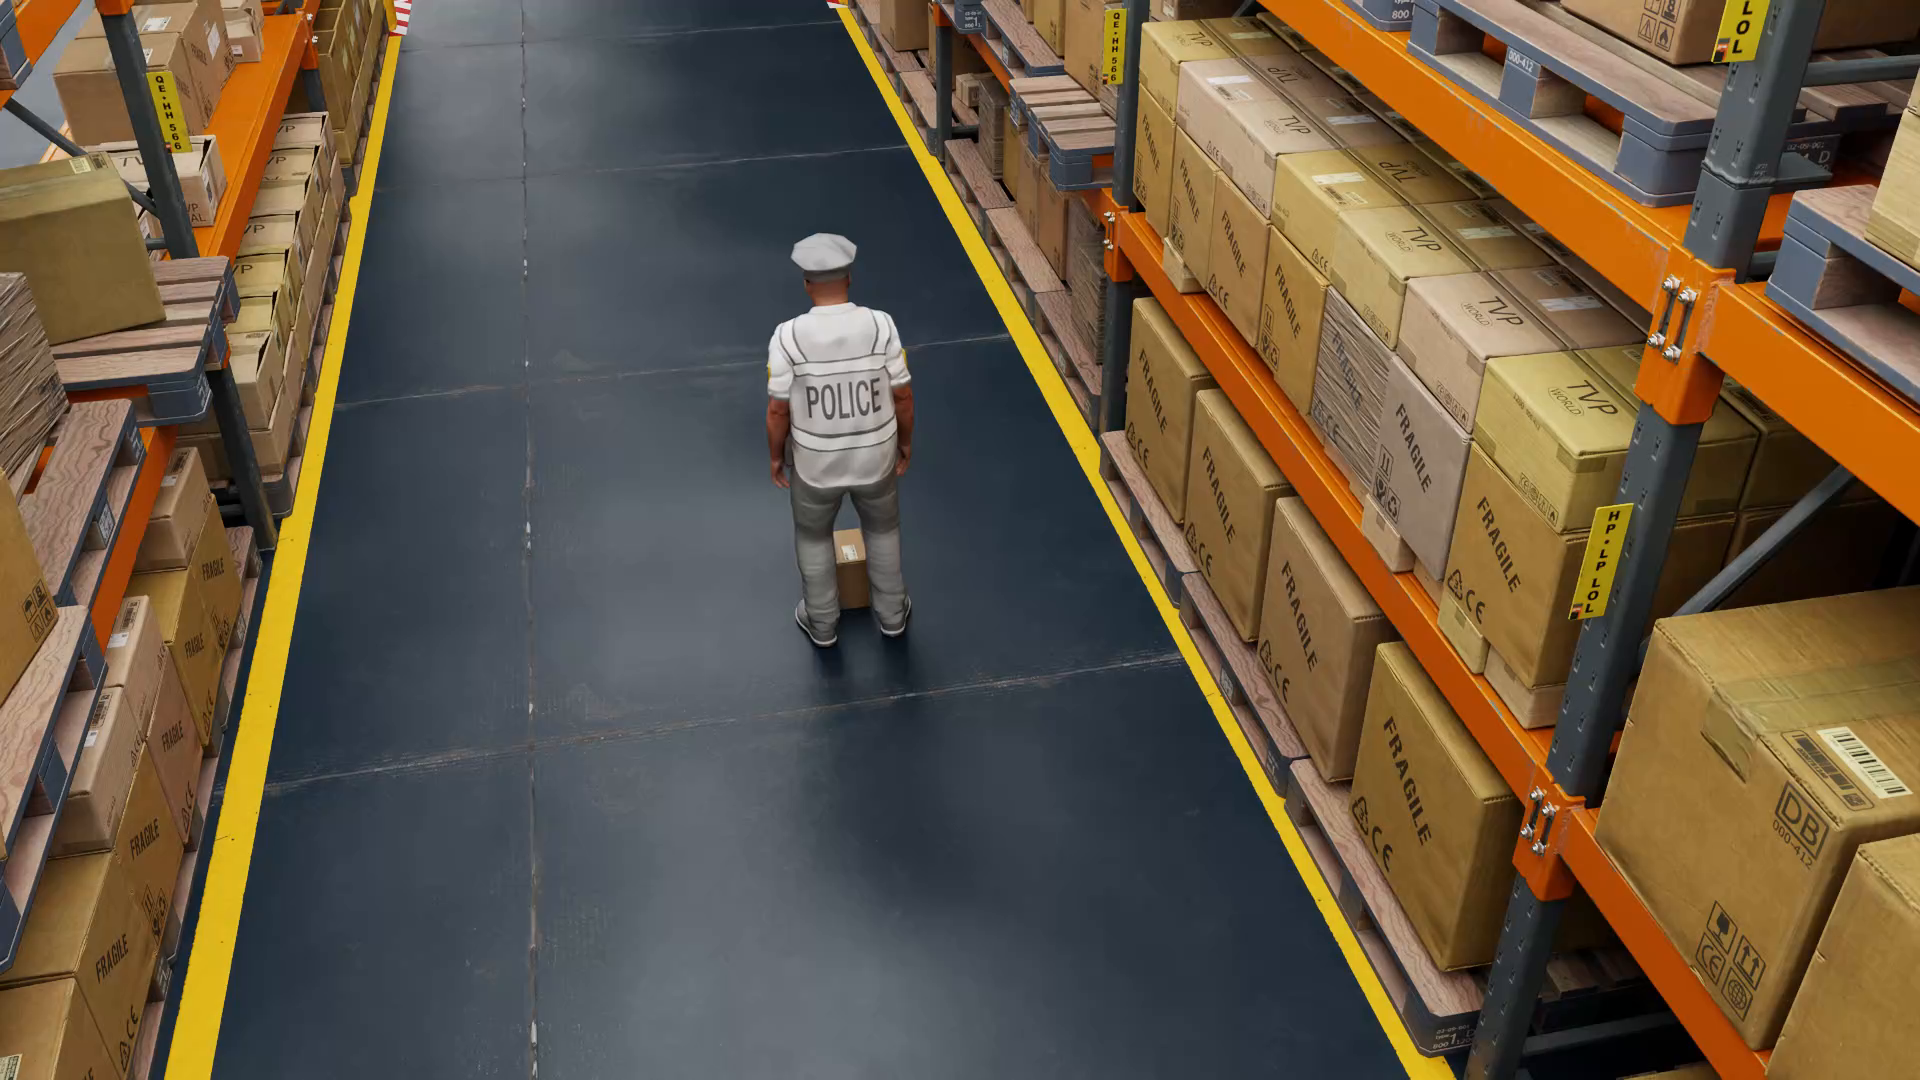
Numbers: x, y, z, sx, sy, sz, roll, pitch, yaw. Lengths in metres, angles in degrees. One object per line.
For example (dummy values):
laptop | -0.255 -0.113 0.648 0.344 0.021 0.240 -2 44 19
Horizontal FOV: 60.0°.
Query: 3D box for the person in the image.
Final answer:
person | -0.467 -0.337 6.635 0.586 1.745 0.439 -7 35 -10
